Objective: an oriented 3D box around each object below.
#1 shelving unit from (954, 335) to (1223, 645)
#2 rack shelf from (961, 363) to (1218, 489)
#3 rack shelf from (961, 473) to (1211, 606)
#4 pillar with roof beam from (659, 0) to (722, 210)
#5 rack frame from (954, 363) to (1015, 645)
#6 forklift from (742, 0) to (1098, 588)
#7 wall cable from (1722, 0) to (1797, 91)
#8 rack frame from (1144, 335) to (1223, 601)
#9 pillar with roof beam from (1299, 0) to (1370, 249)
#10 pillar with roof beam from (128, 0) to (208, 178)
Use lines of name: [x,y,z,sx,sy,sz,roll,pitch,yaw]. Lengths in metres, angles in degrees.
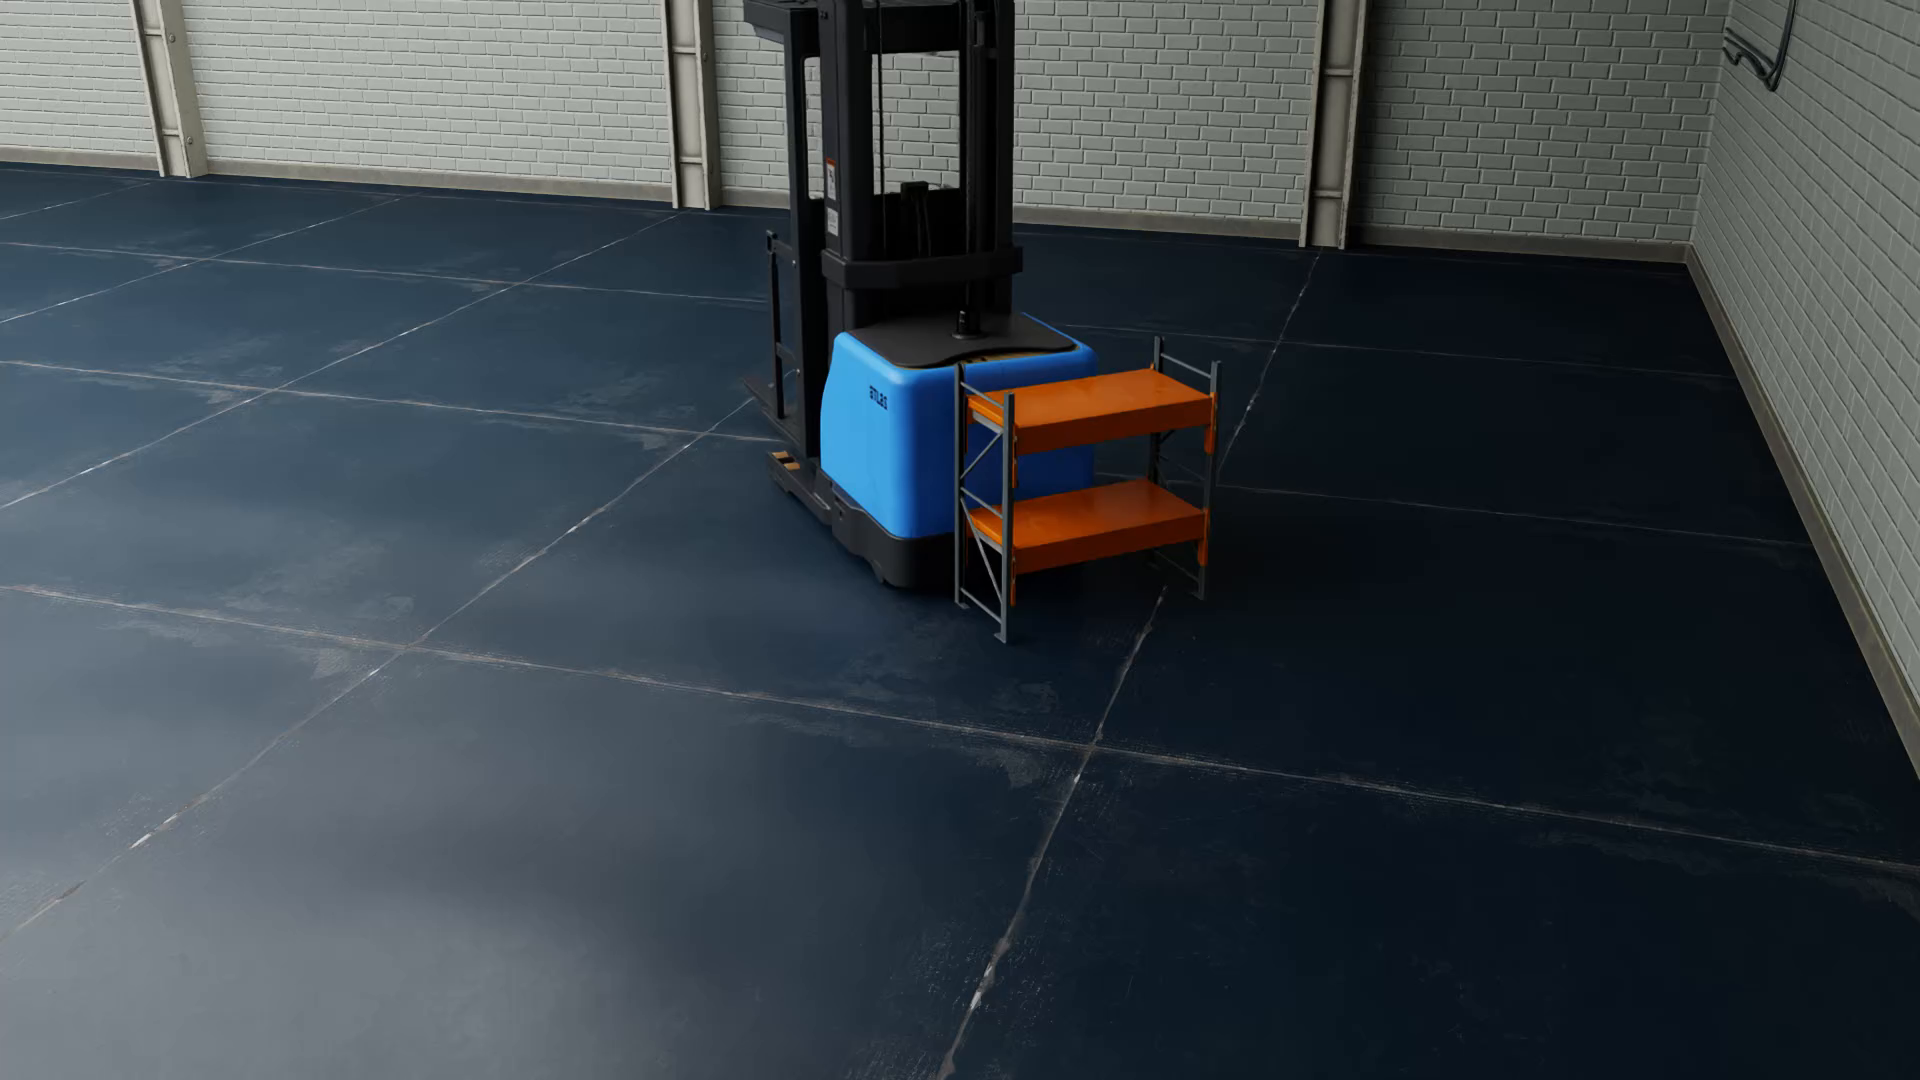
shelving unit: [0.555,-0.242,7.377,1.048,1.125,0.538,-11,25,-24]
rack shelf: [0.555,-0.513,7.266,1.000,0.278,0.538,-11,25,-24]
rack shelf: [0.555,-0.016,7.470,1.000,0.278,0.538,-11,25,-24]
pillar with roof beam: [-3.795,-5.853,10.682,0.400,9.000,9.100,7,23,16]
rack frame: [0.099,-0.156,7.169,0.032,1.125,0.500,-11,25,-24]
forklift: [-0.409,-1.663,8.462,1.130,2.935,3.031,-9,24,-22]
wall cable: [5.631,-4.519,11.522,0.112,2.526,3.097,7,23,16]
rack frame: [1.011,-0.327,7.585,0.032,1.125,0.500,-11,25,-24]
pillar with roof beam: [1.949,-5.195,9.078,0.400,9.000,9.100,7,23,16]
pillar with roof beam: [-9.539,-6.511,12.285,0.400,9.000,9.100,7,23,16]
